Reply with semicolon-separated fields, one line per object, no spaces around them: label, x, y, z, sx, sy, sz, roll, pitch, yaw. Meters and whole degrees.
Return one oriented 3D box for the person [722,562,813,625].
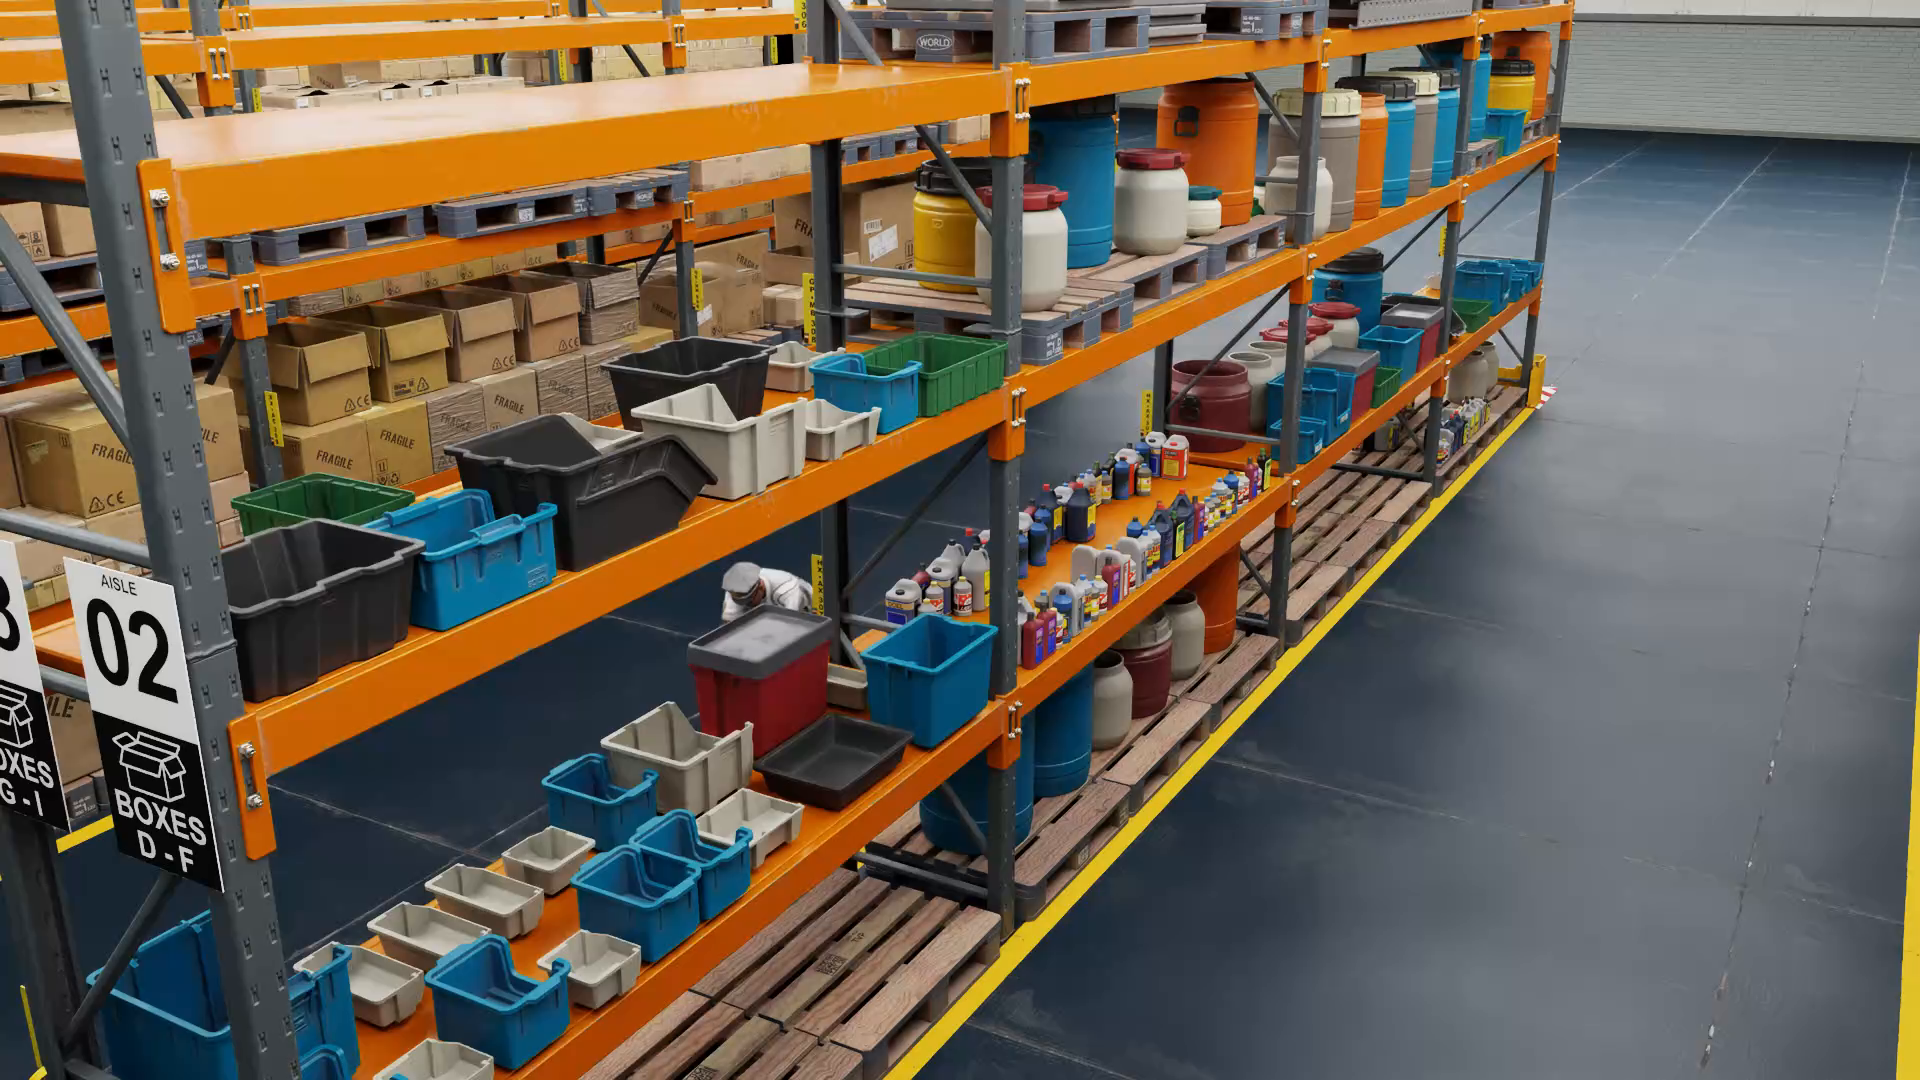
person;-1.212;0.543;10.622;0.527;1.031;0.914;10;22;26
